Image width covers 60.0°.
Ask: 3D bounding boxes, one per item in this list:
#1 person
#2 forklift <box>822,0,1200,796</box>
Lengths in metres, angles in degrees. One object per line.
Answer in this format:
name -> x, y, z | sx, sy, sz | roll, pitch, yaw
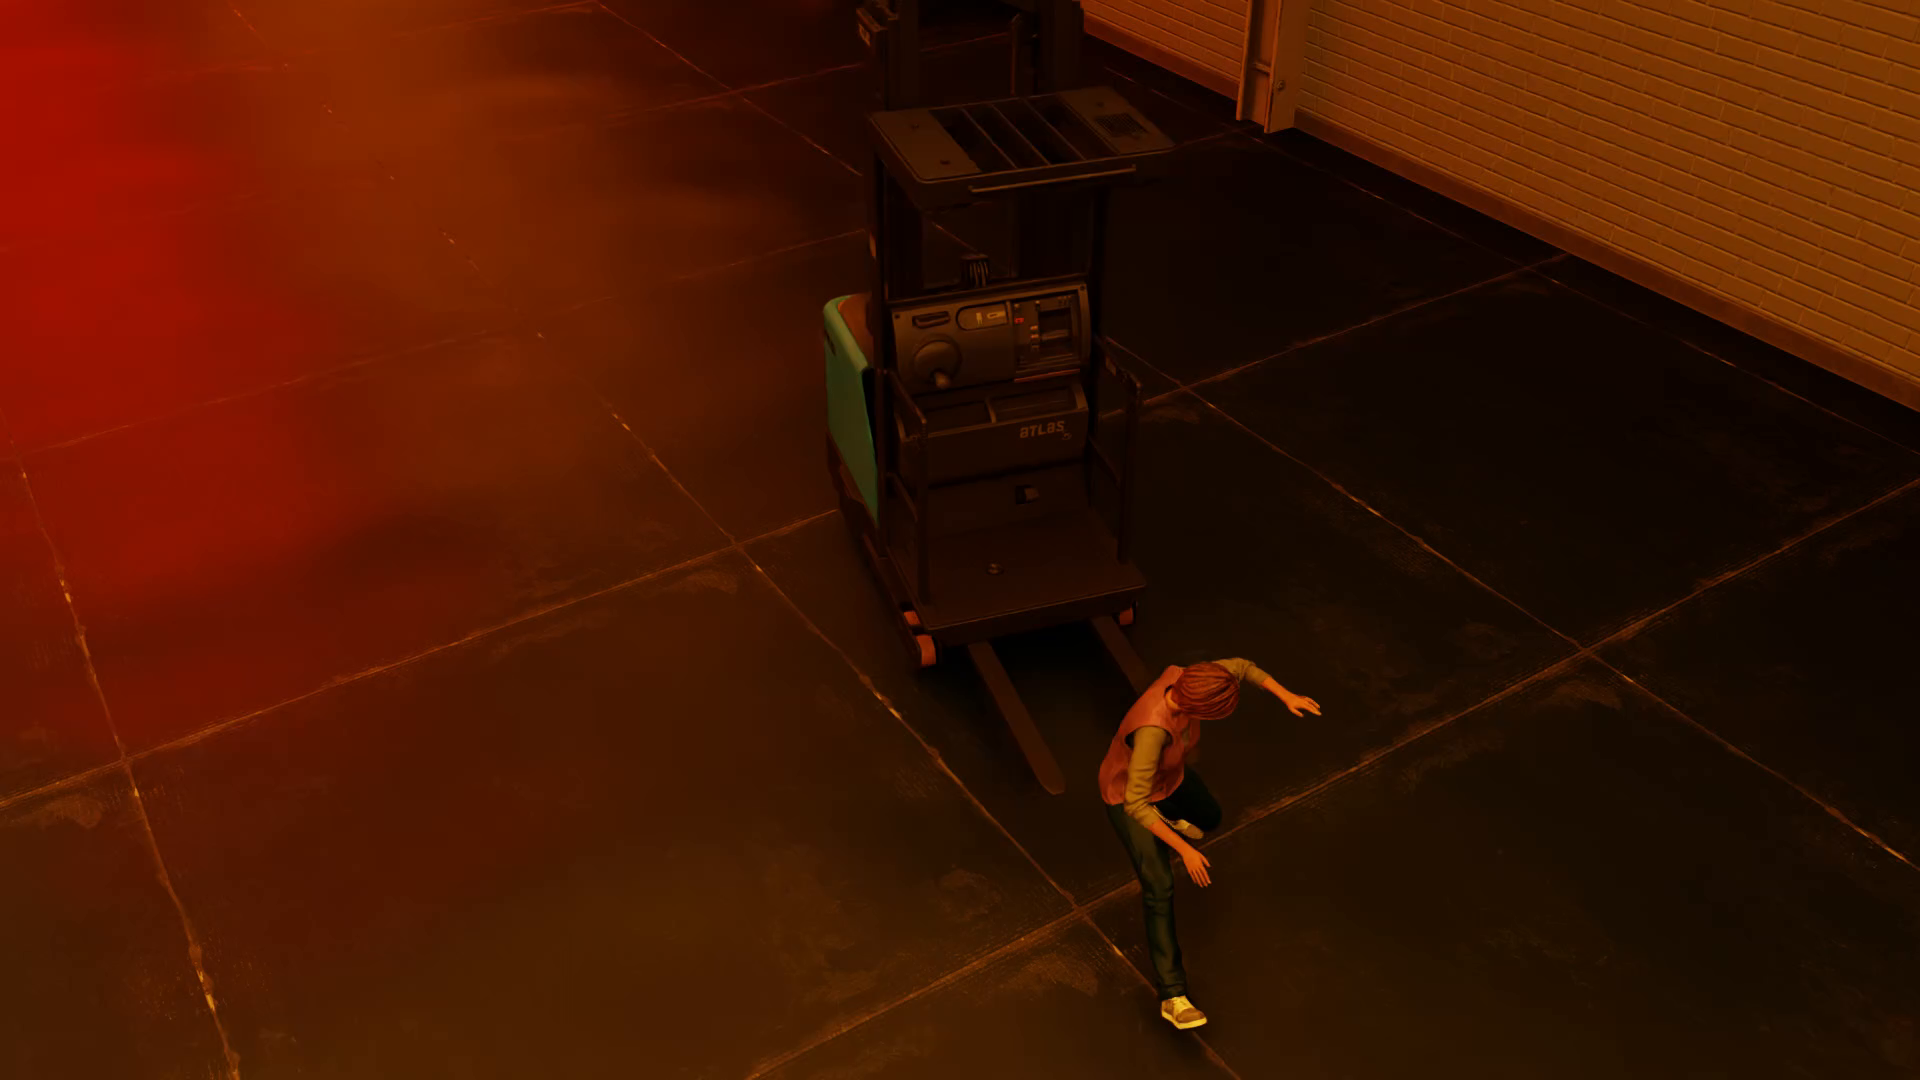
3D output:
person -> 0.855, 0.999, 6.210 | 0.922, 1.302, 0.977 | 29, 44, 35
forklift -> 0.218, -0.857, 7.368 | 1.130, 2.935, 3.031 | -11, 37, -15
